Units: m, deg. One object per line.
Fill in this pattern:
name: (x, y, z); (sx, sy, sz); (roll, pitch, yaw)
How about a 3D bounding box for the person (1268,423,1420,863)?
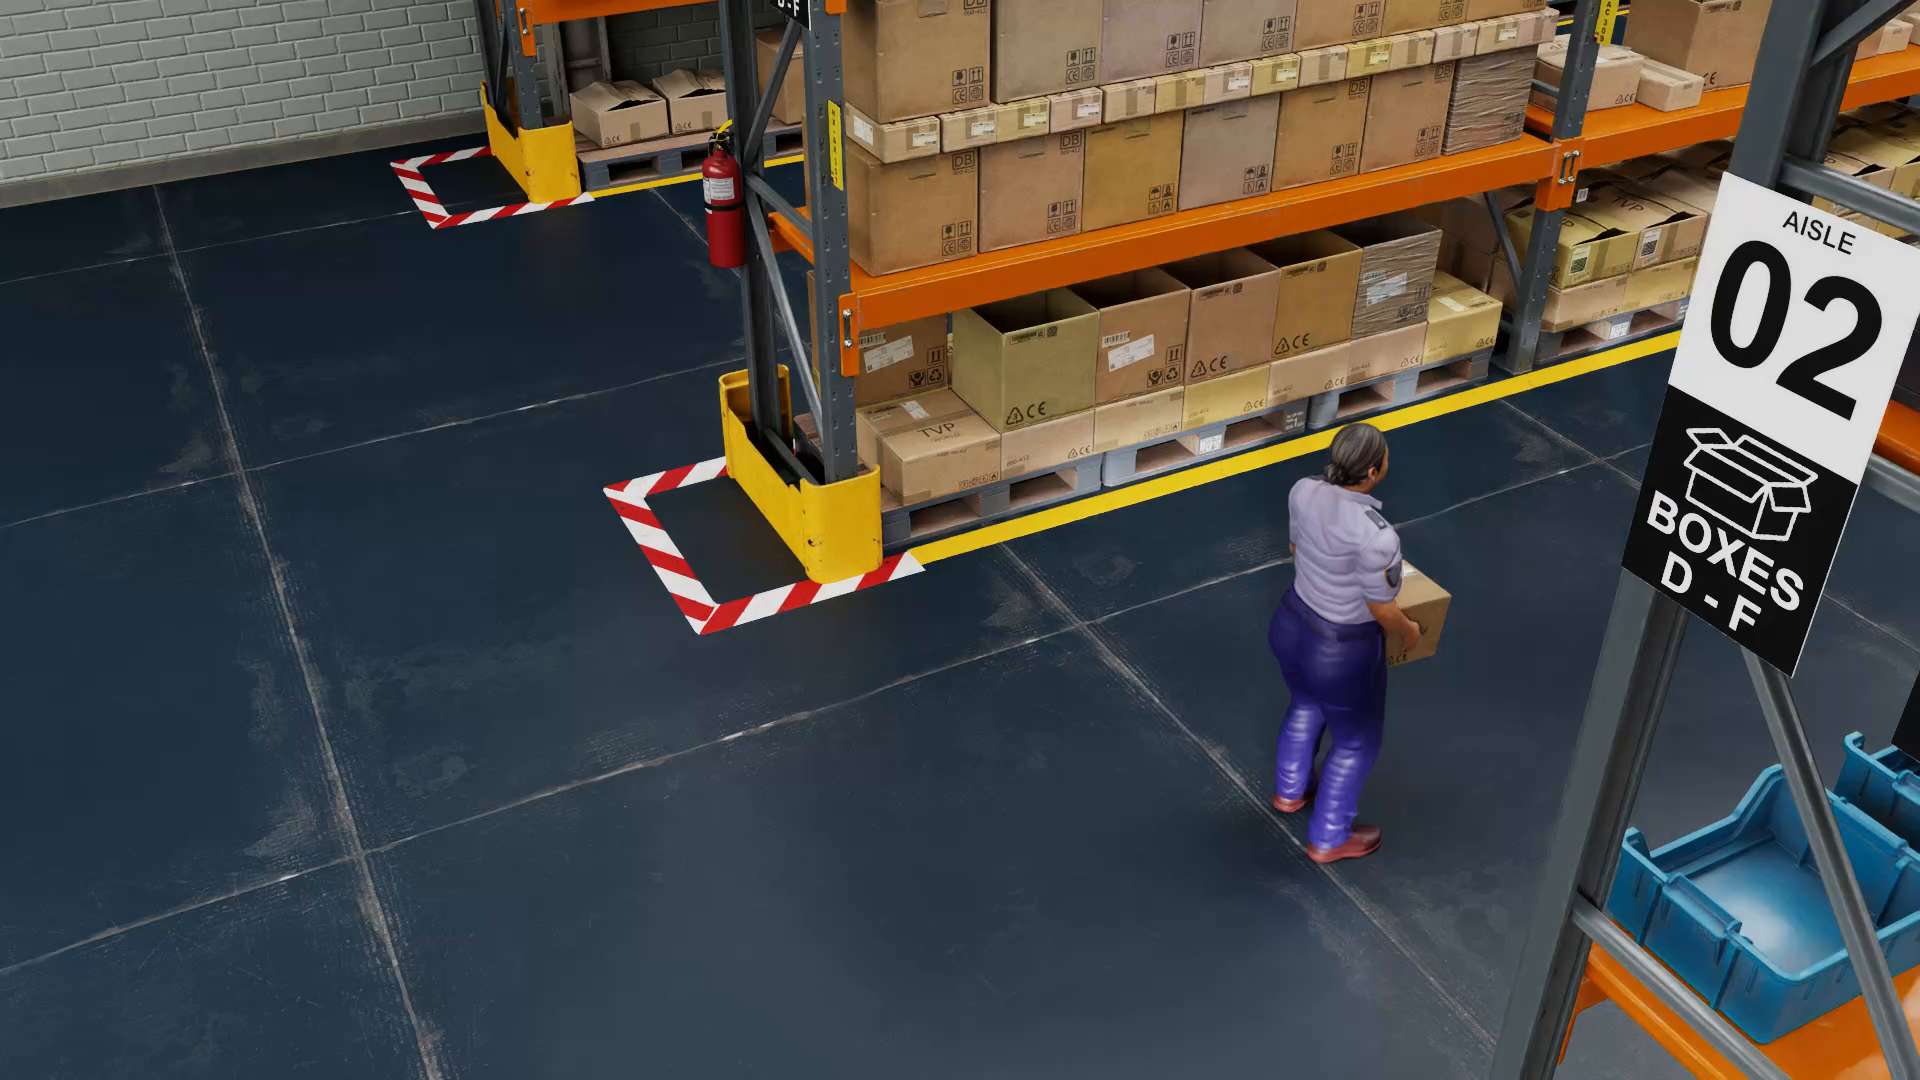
person: (1.302, 0.327, 5.645); (0.450, 1.656, 0.498); (-17, 37, -23)
